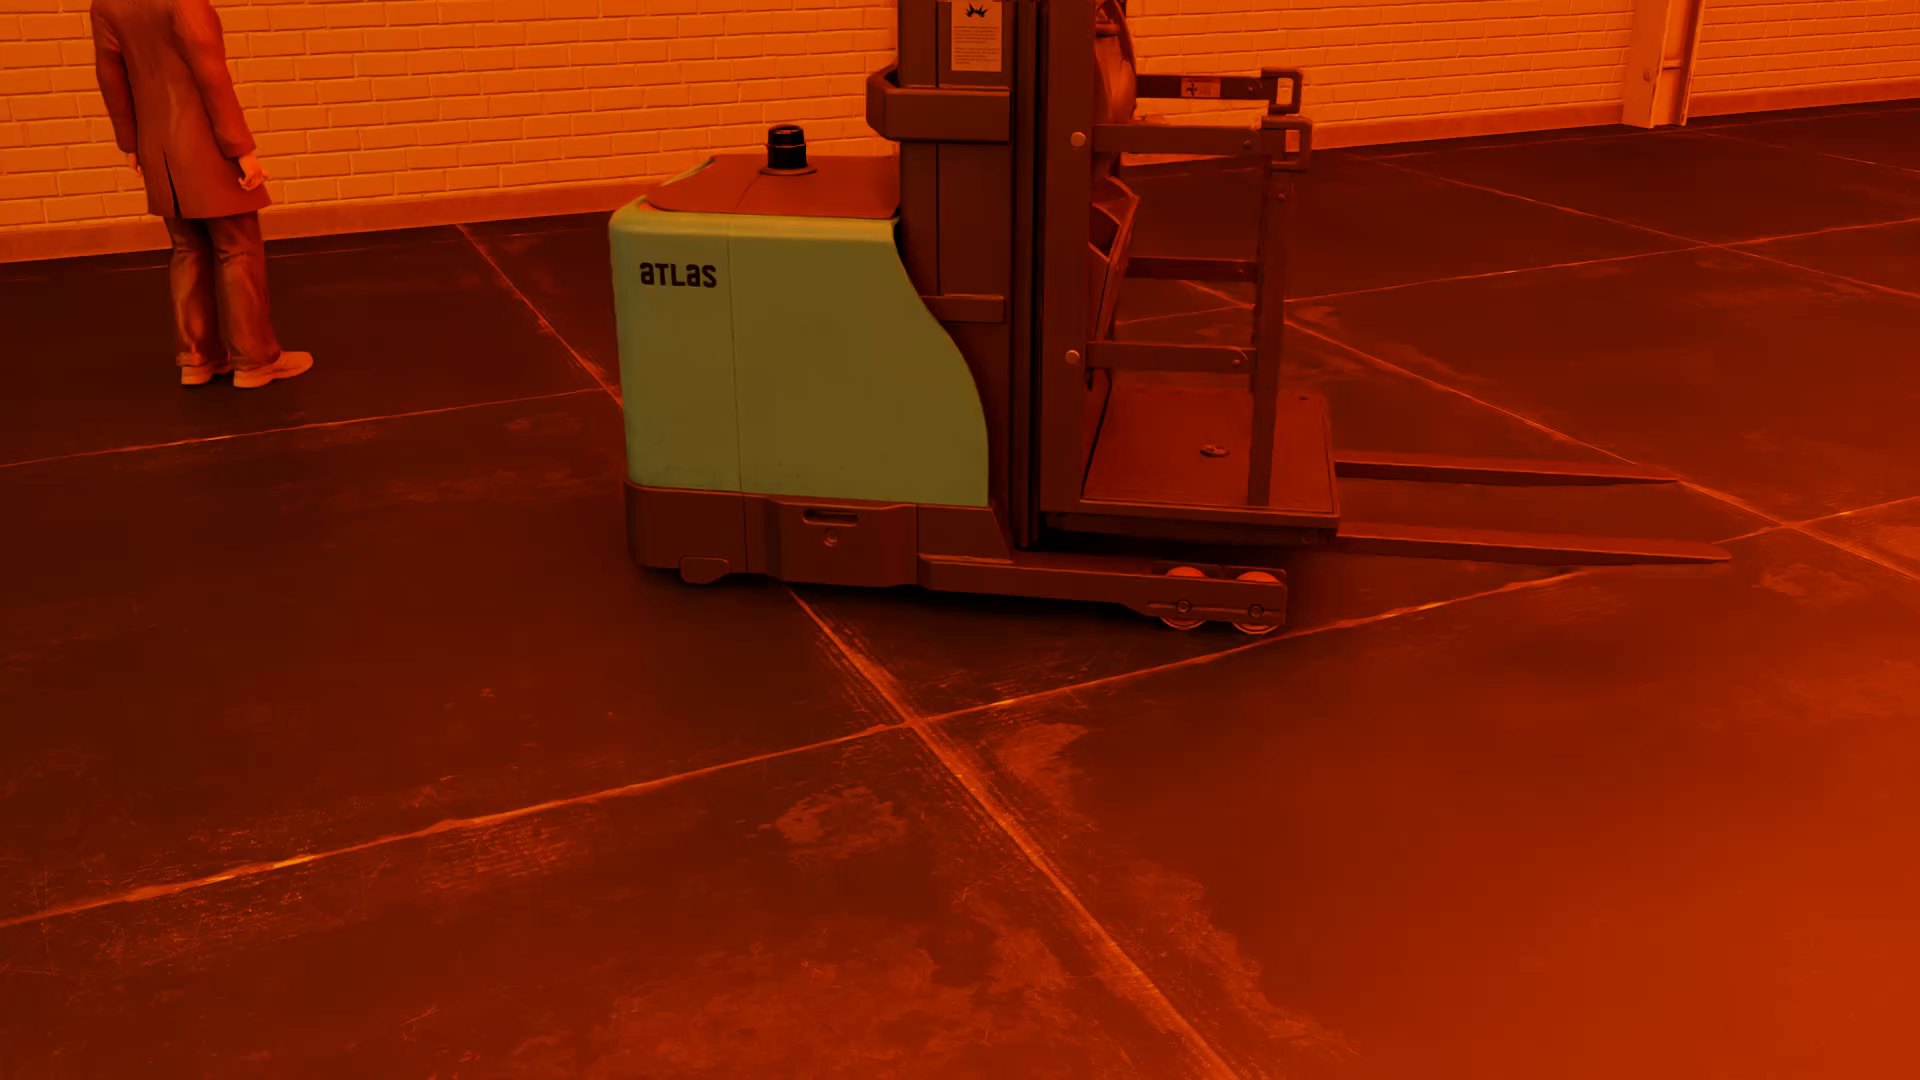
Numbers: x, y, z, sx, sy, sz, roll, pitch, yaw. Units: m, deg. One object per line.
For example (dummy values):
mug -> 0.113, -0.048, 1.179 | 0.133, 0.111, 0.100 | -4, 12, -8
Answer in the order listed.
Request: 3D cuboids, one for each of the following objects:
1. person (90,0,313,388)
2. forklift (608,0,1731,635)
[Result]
person -> -2.900, -1.485, 6.361 | 0.643, 1.782, 0.421 | 8, 24, 19
forklift -> 0.606, -1.318, 4.460 | 3.031, 2.935, 1.130 | 4, 23, 9
